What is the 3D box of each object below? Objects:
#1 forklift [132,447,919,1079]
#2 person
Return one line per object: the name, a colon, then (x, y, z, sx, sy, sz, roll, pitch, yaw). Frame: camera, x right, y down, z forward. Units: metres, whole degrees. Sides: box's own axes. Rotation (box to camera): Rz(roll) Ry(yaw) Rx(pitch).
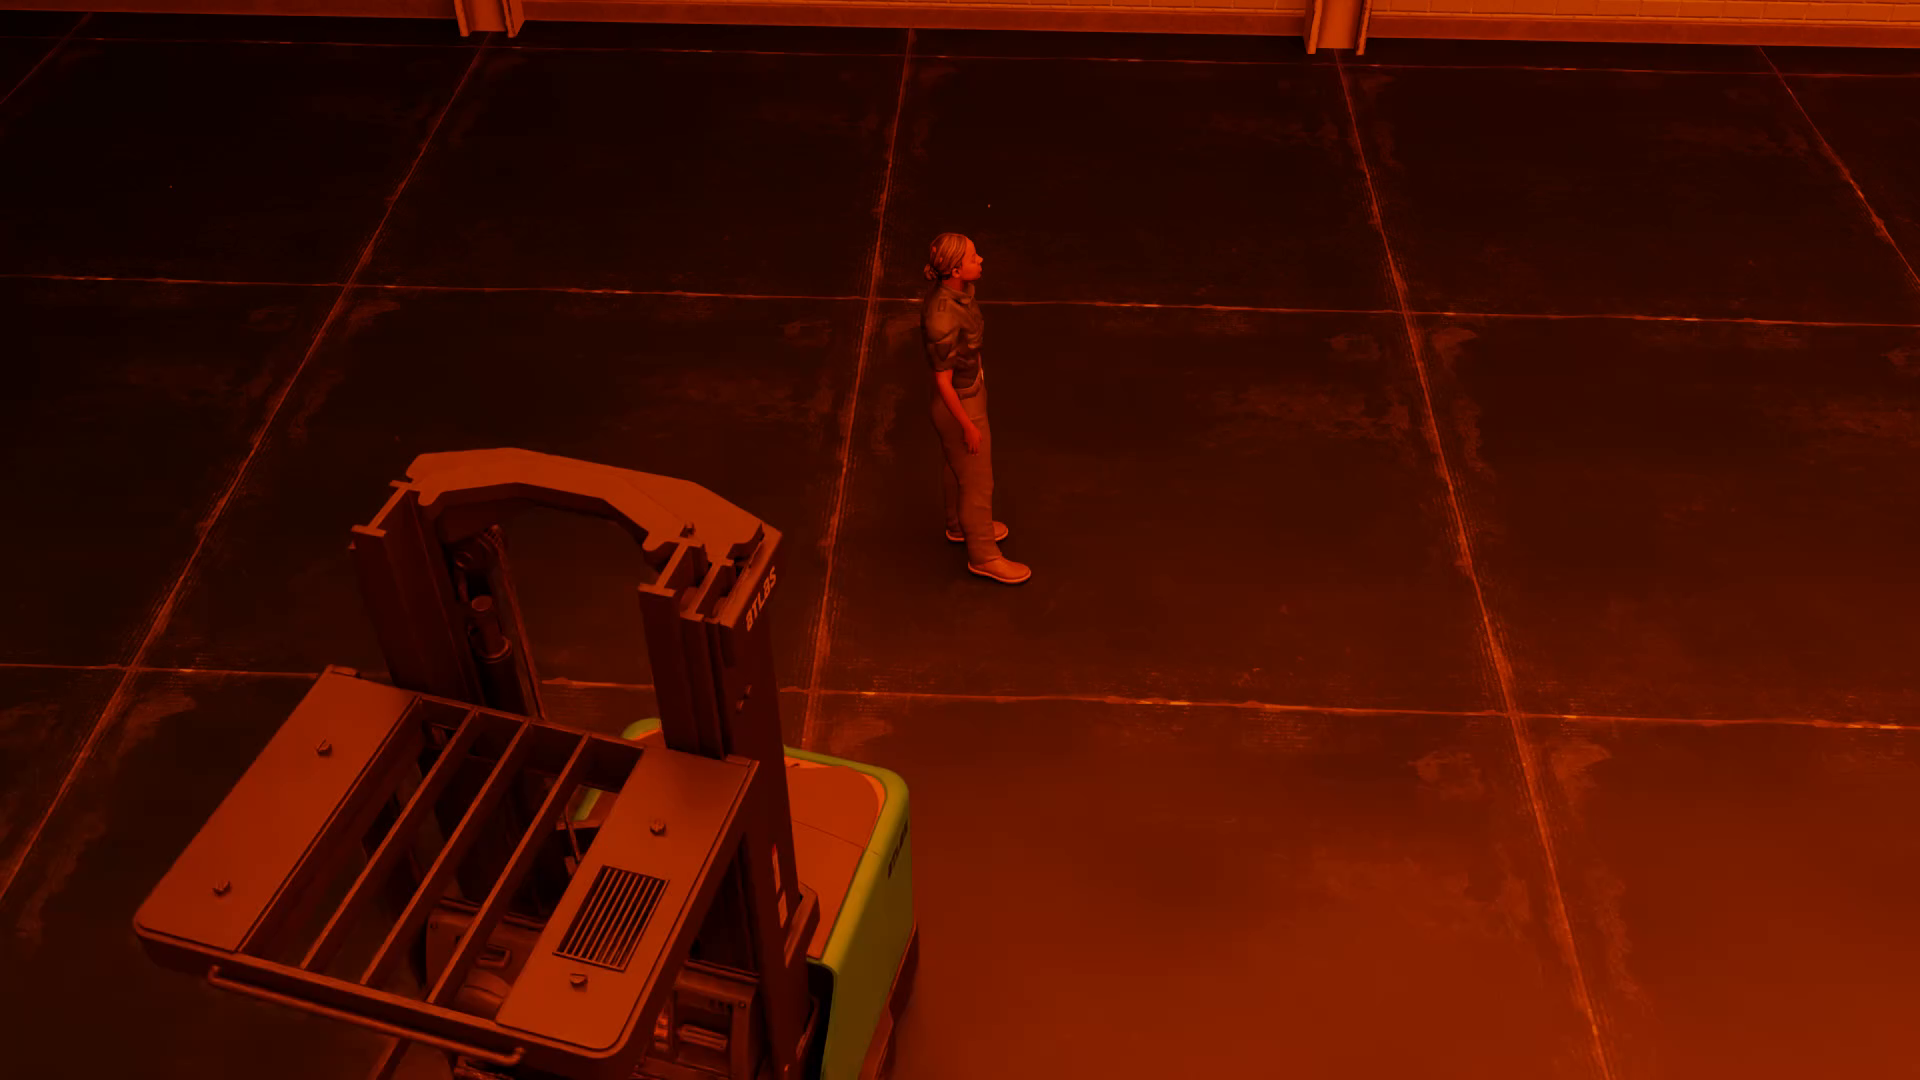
forklift: (-1.047, 1.346, 4.267, 1.130, 2.935, 3.031, 11, 44, 12)
person: (0.086, -0.600, 7.336, 0.504, 1.654, 0.569, 2, 42, 2)
